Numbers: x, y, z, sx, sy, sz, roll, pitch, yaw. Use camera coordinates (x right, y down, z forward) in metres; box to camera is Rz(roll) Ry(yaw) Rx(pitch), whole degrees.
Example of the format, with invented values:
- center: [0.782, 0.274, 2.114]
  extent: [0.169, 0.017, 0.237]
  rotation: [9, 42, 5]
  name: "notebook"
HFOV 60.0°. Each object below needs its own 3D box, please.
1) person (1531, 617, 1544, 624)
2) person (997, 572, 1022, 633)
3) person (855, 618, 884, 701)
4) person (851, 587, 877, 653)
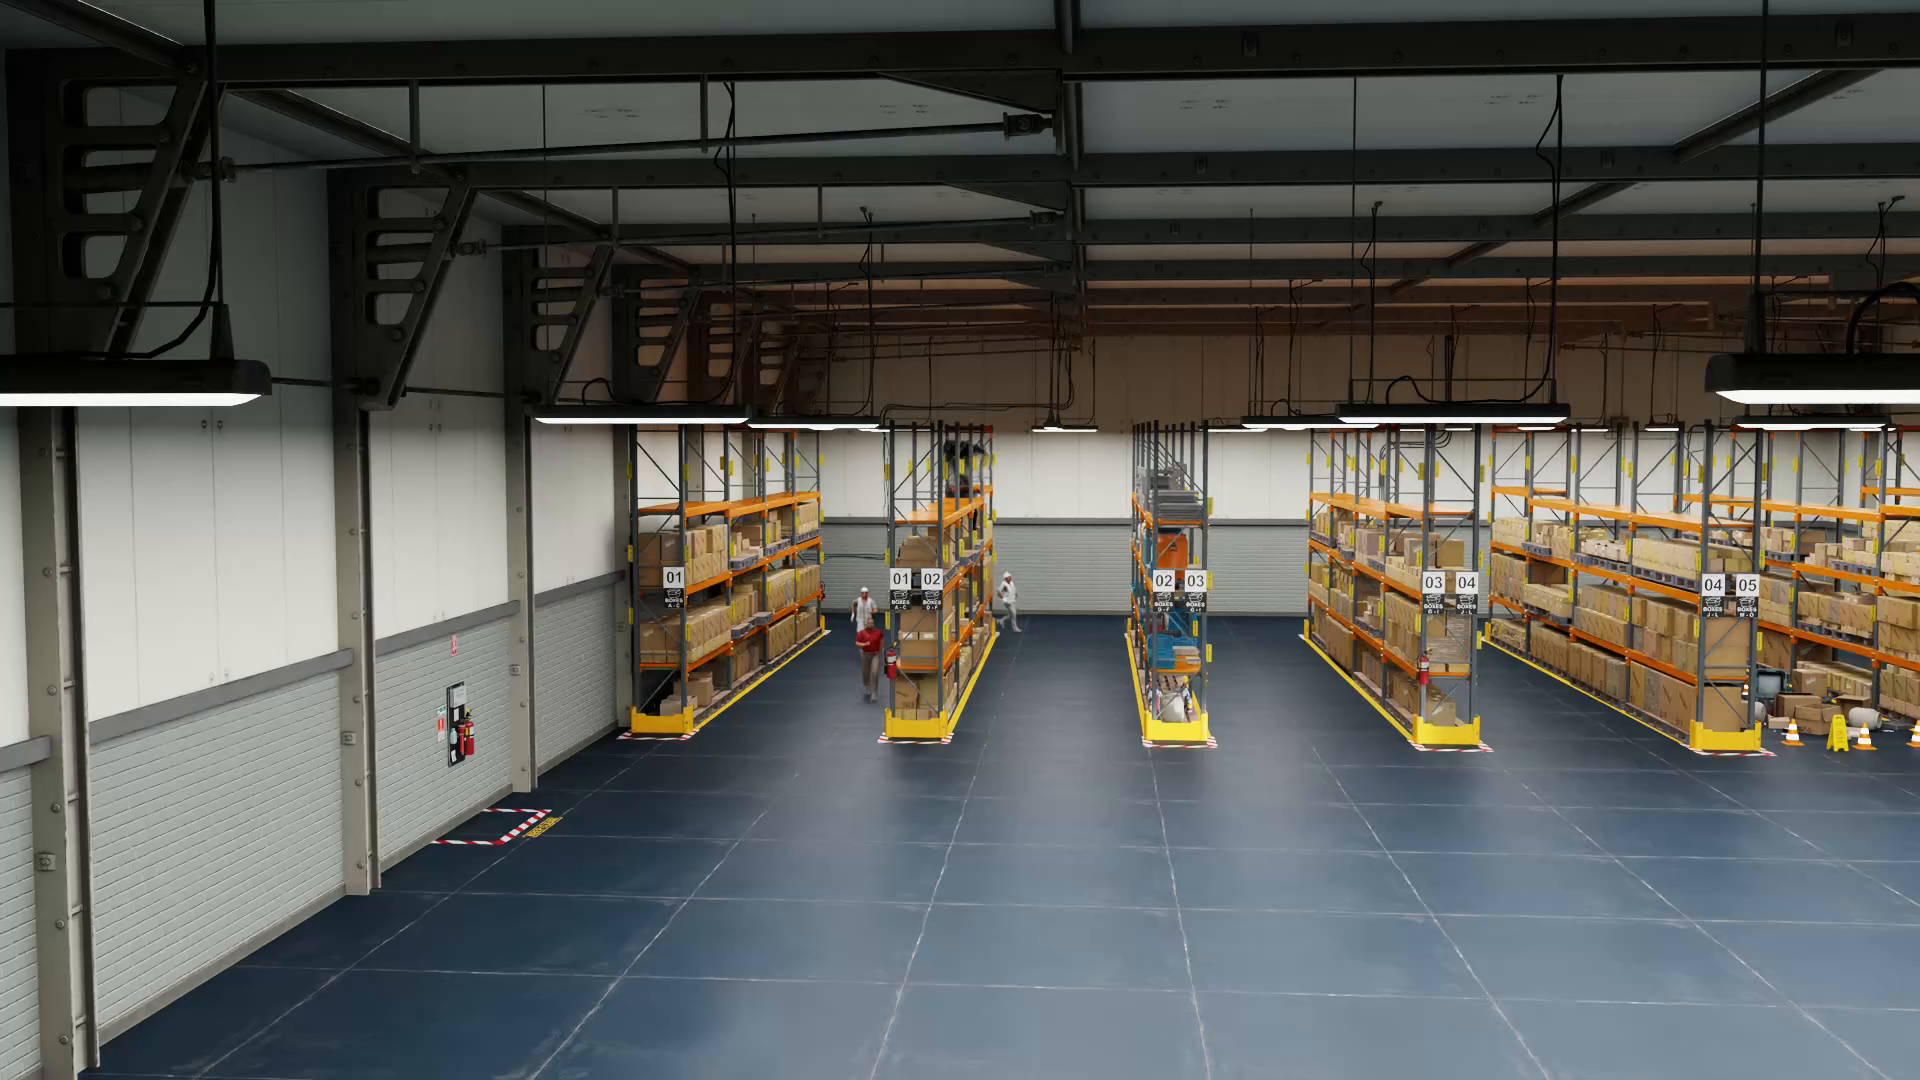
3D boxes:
- center: [16.289, 1.904, 46.981]
  extent: [0.716, 1.724, 0.538]
  rotation: [-2, 4, -30]
  name: "person"
- center: [1.400, 1.804, 48.196]
  extent: [0.793, 1.745, 0.731]
  rotation: [2, 4, 29]
  name: "person"
- center: [-1.952, 2.556, 36.061]
  extent: [0.650, 1.747, 0.959]
  rotation: [0, 4, -6]
  name: "person"
- center: [-2.451, 2.123, 42.558]
  extent: [0.651, 1.837, 0.894]
  rotation: [-1, 4, -10]
  name: "person"
